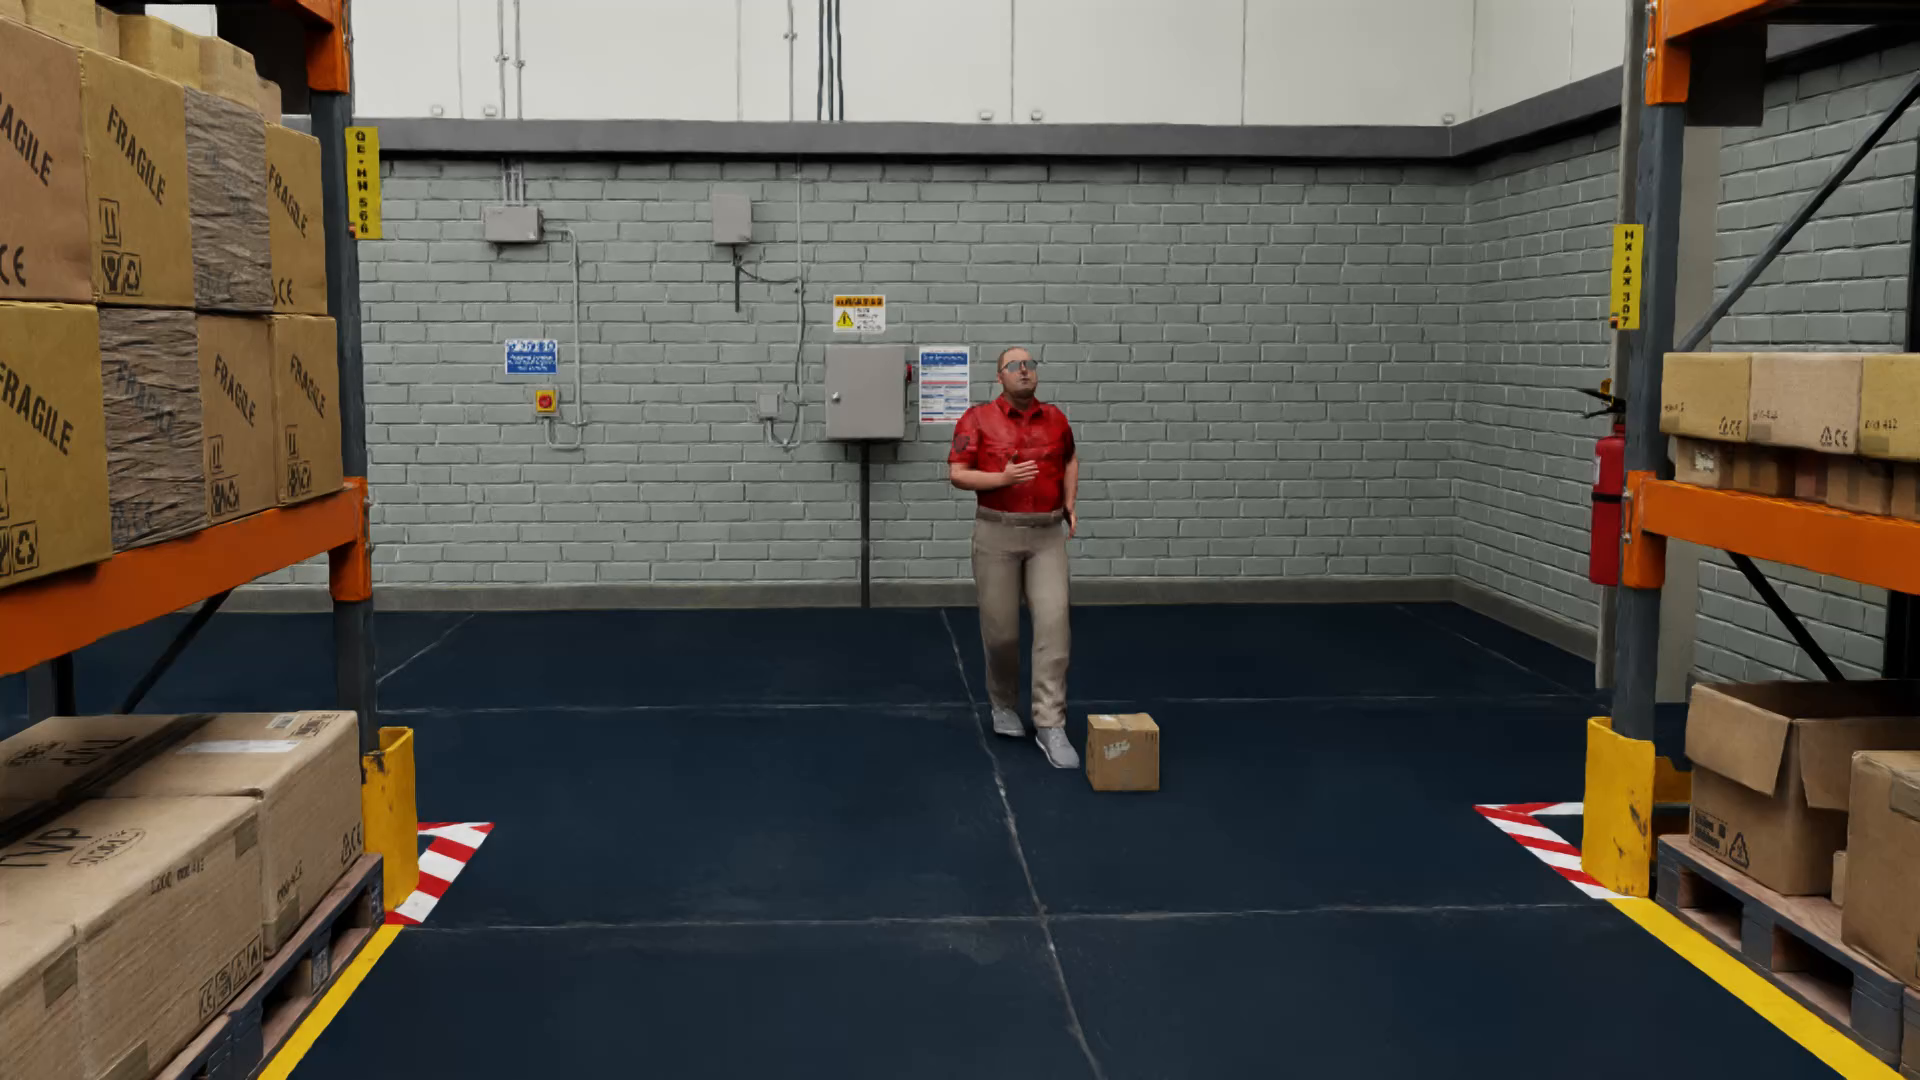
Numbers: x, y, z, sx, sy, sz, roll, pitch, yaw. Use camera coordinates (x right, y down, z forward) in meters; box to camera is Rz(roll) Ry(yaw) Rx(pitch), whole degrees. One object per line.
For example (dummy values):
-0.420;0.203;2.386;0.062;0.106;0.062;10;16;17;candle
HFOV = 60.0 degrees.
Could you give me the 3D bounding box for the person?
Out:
0.270;0.047;7.070;0.622;1.730;0.851;-1;7;-8;person
